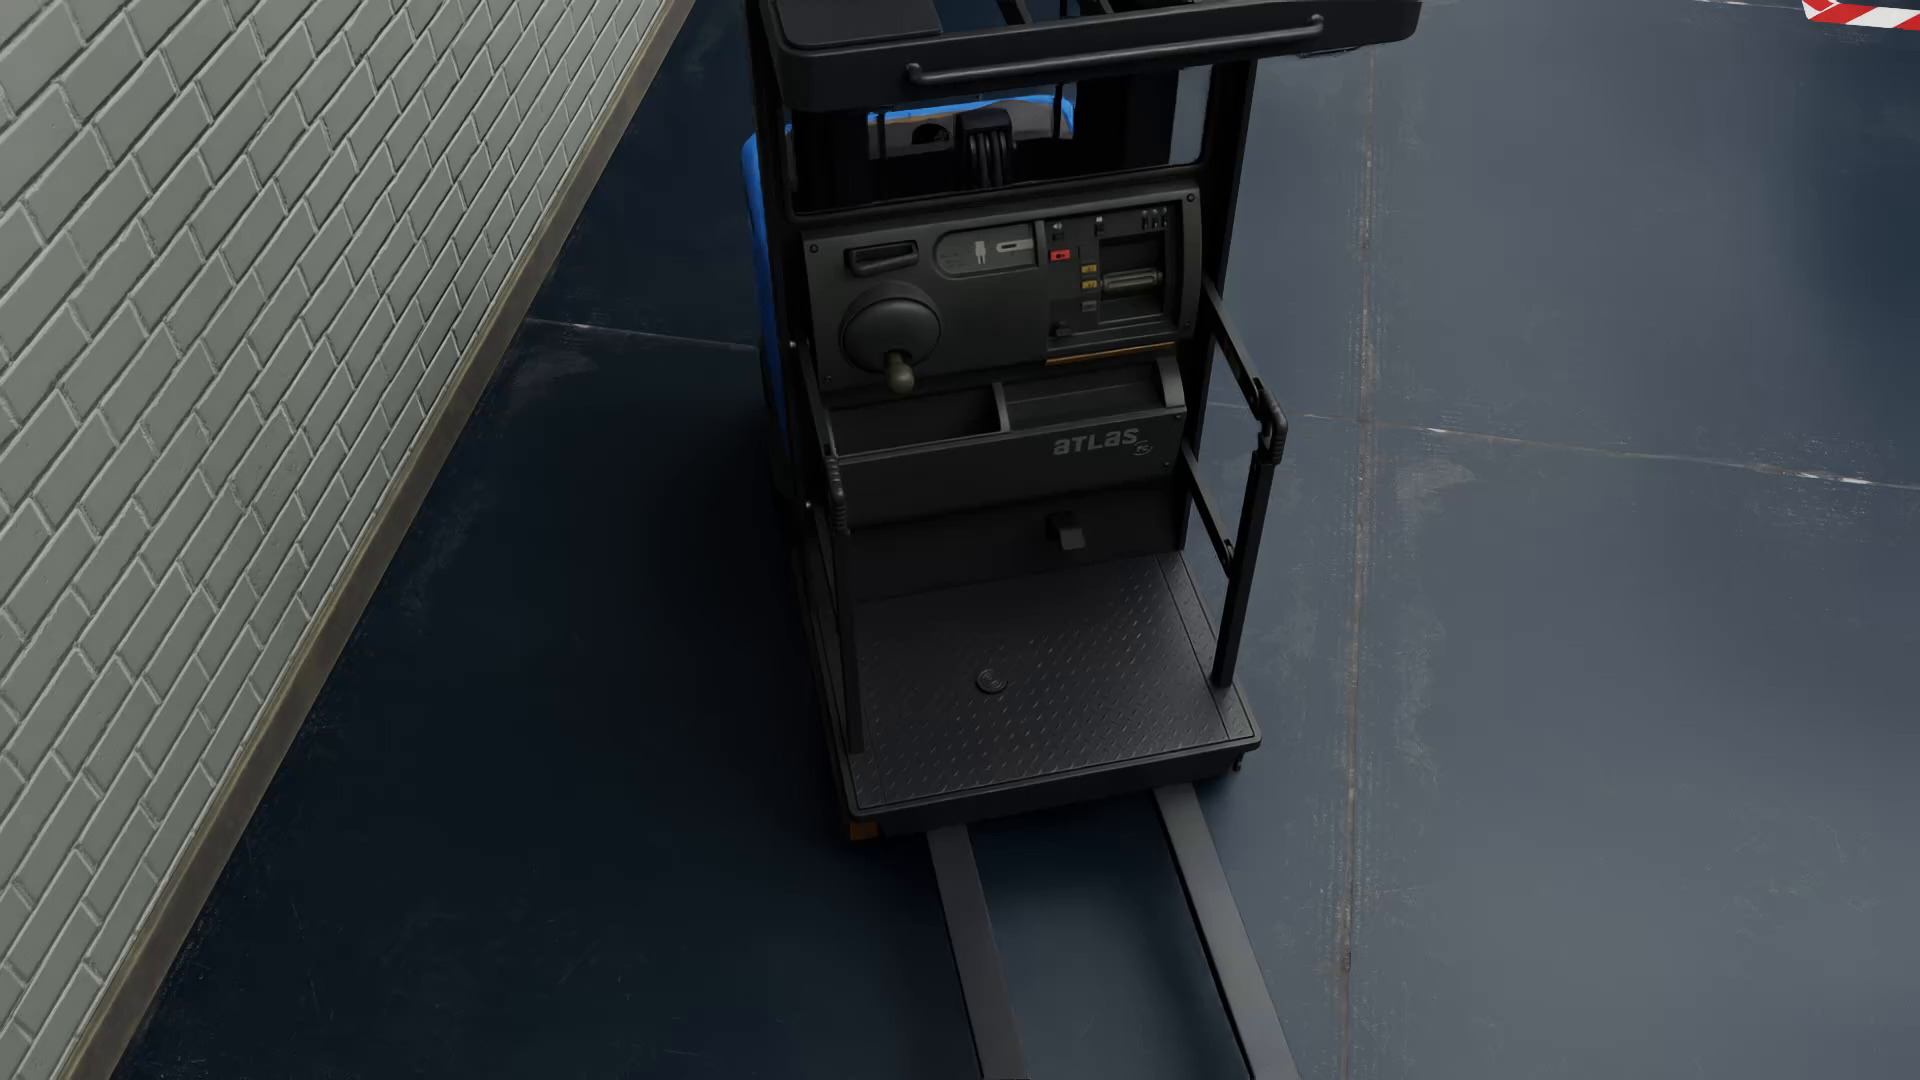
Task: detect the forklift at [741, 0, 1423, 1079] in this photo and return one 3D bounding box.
[{"bbox_3d":[0.156,-0.481,3.712,1.130,2.935,3.031,-9,49,-8],"label":"forklift"}]

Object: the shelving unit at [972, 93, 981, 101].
[{"bbox_3d":[0.081,-1.078,5.613,0.210,0.900,0.258,28,54,23],"label":"shelving unit"}]

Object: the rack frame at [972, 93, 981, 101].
[{"bbox_3d":[-0.002,-1.121,5.652,0.006,0.900,0.240,28,54,23],"label":"rack frame"}]
